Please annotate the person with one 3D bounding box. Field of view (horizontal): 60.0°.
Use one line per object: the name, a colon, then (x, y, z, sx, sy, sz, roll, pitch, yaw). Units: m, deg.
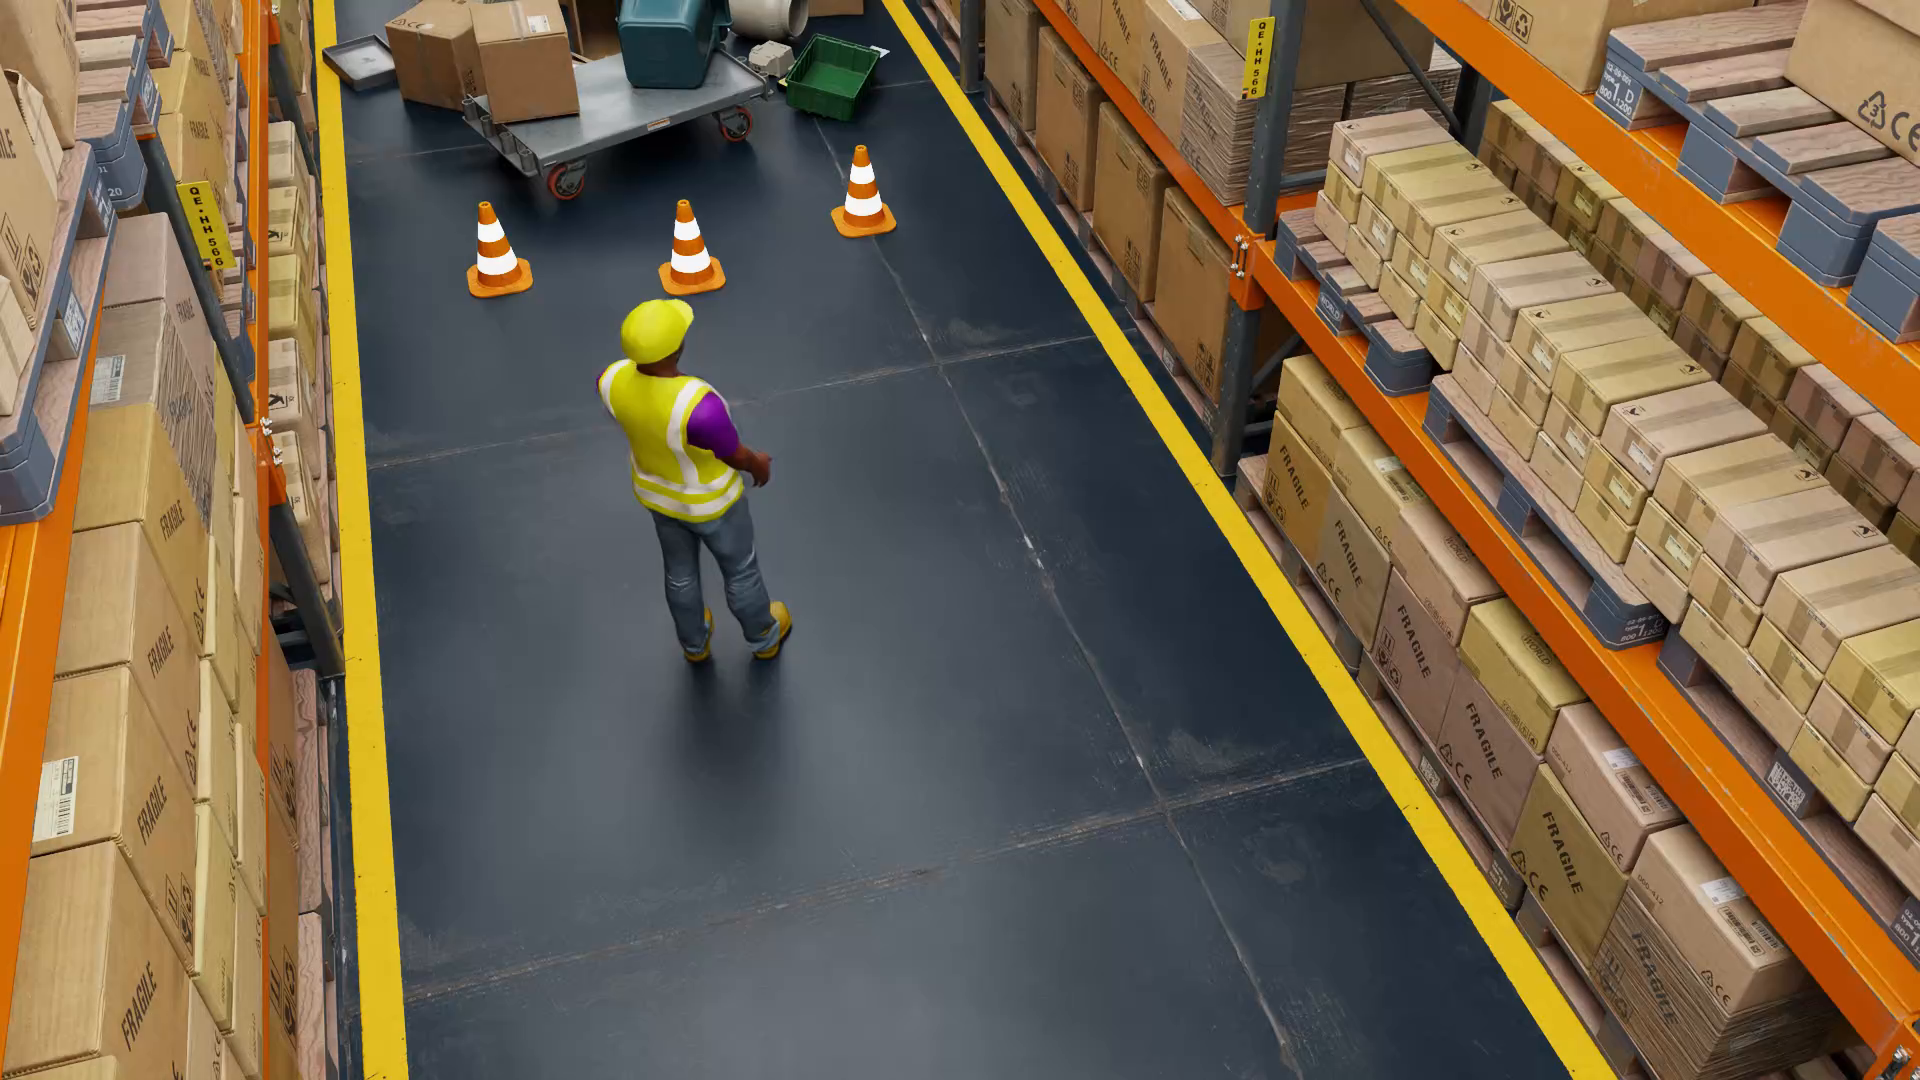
person: (-1.013, -0.233, 6.390, 0.553, 1.771, 0.550, 18, 45, 19)
